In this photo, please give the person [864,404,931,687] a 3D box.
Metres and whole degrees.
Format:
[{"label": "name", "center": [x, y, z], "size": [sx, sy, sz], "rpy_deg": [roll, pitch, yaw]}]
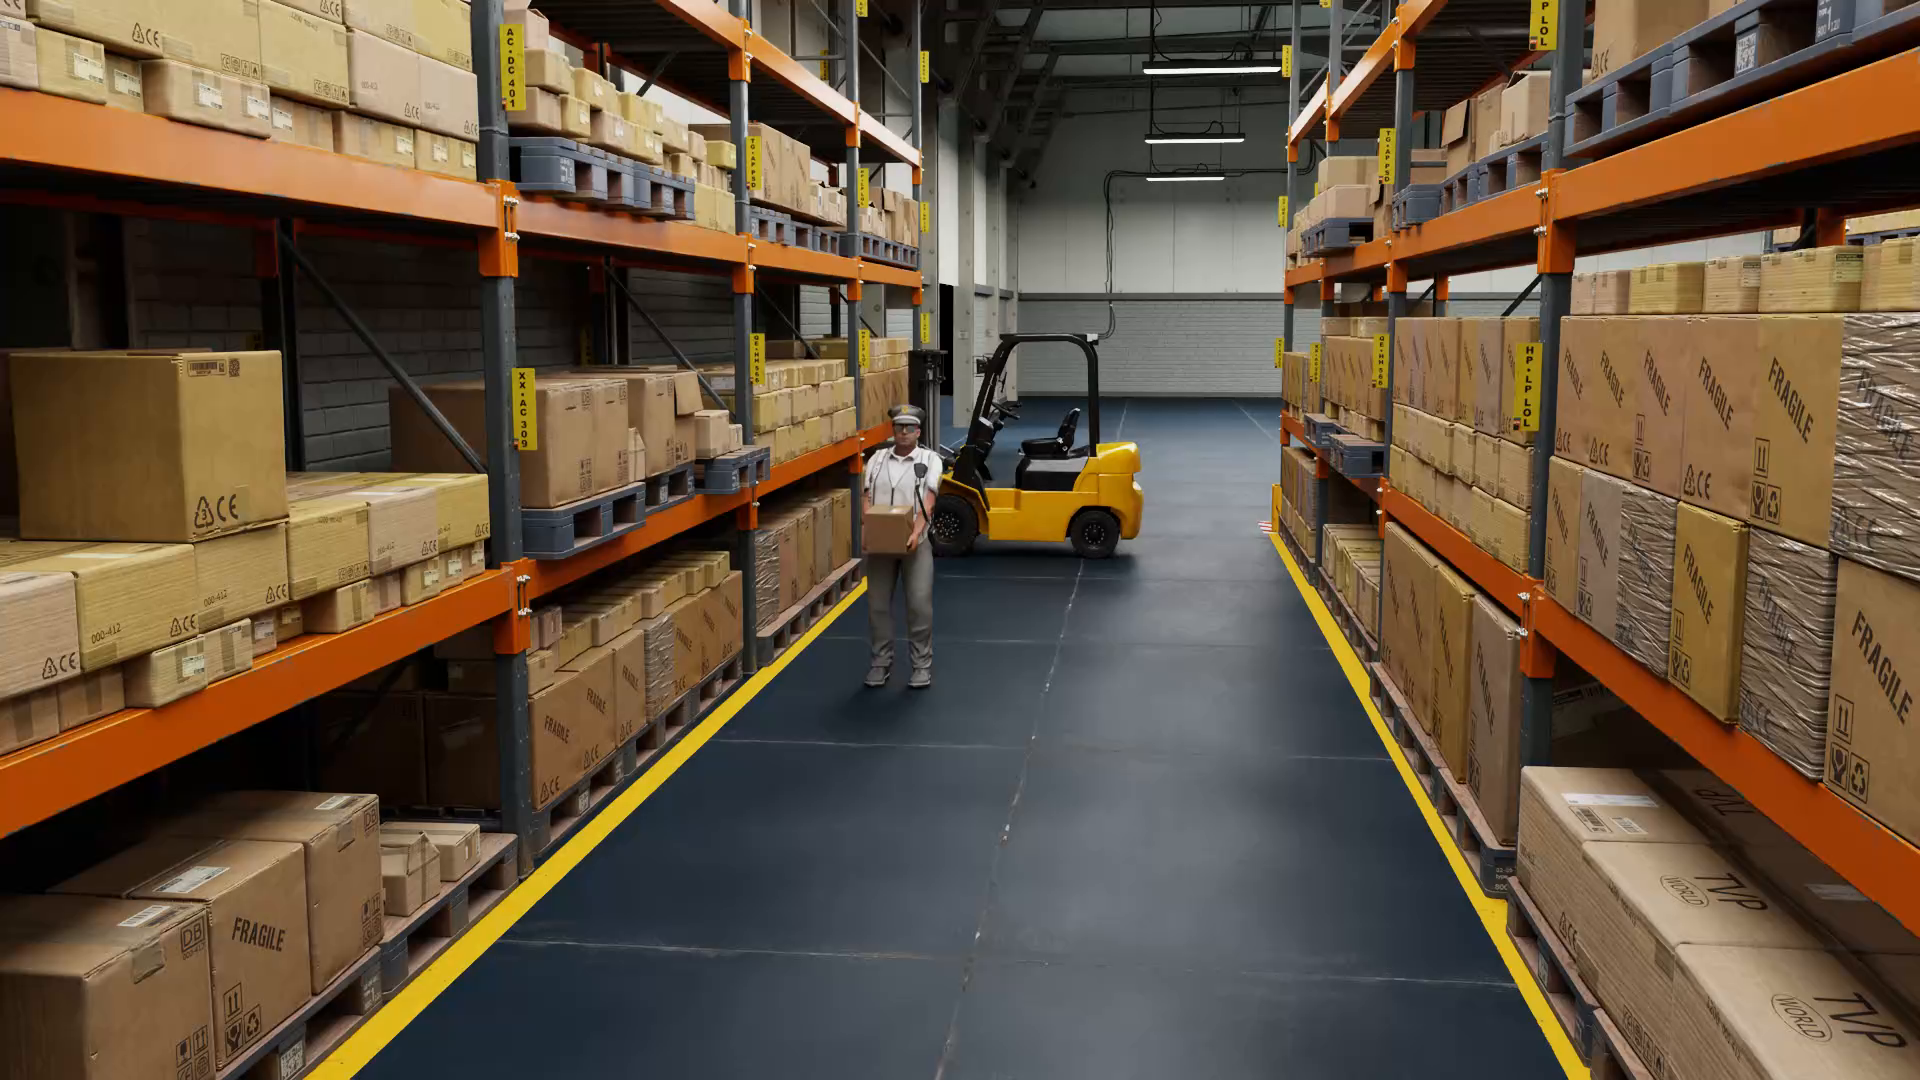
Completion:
[{"label": "person", "center": [-0.380, 0.027, 10.491], "size": [0.419, 1.767, 0.422], "rpy_deg": [1, 8, 11]}]
